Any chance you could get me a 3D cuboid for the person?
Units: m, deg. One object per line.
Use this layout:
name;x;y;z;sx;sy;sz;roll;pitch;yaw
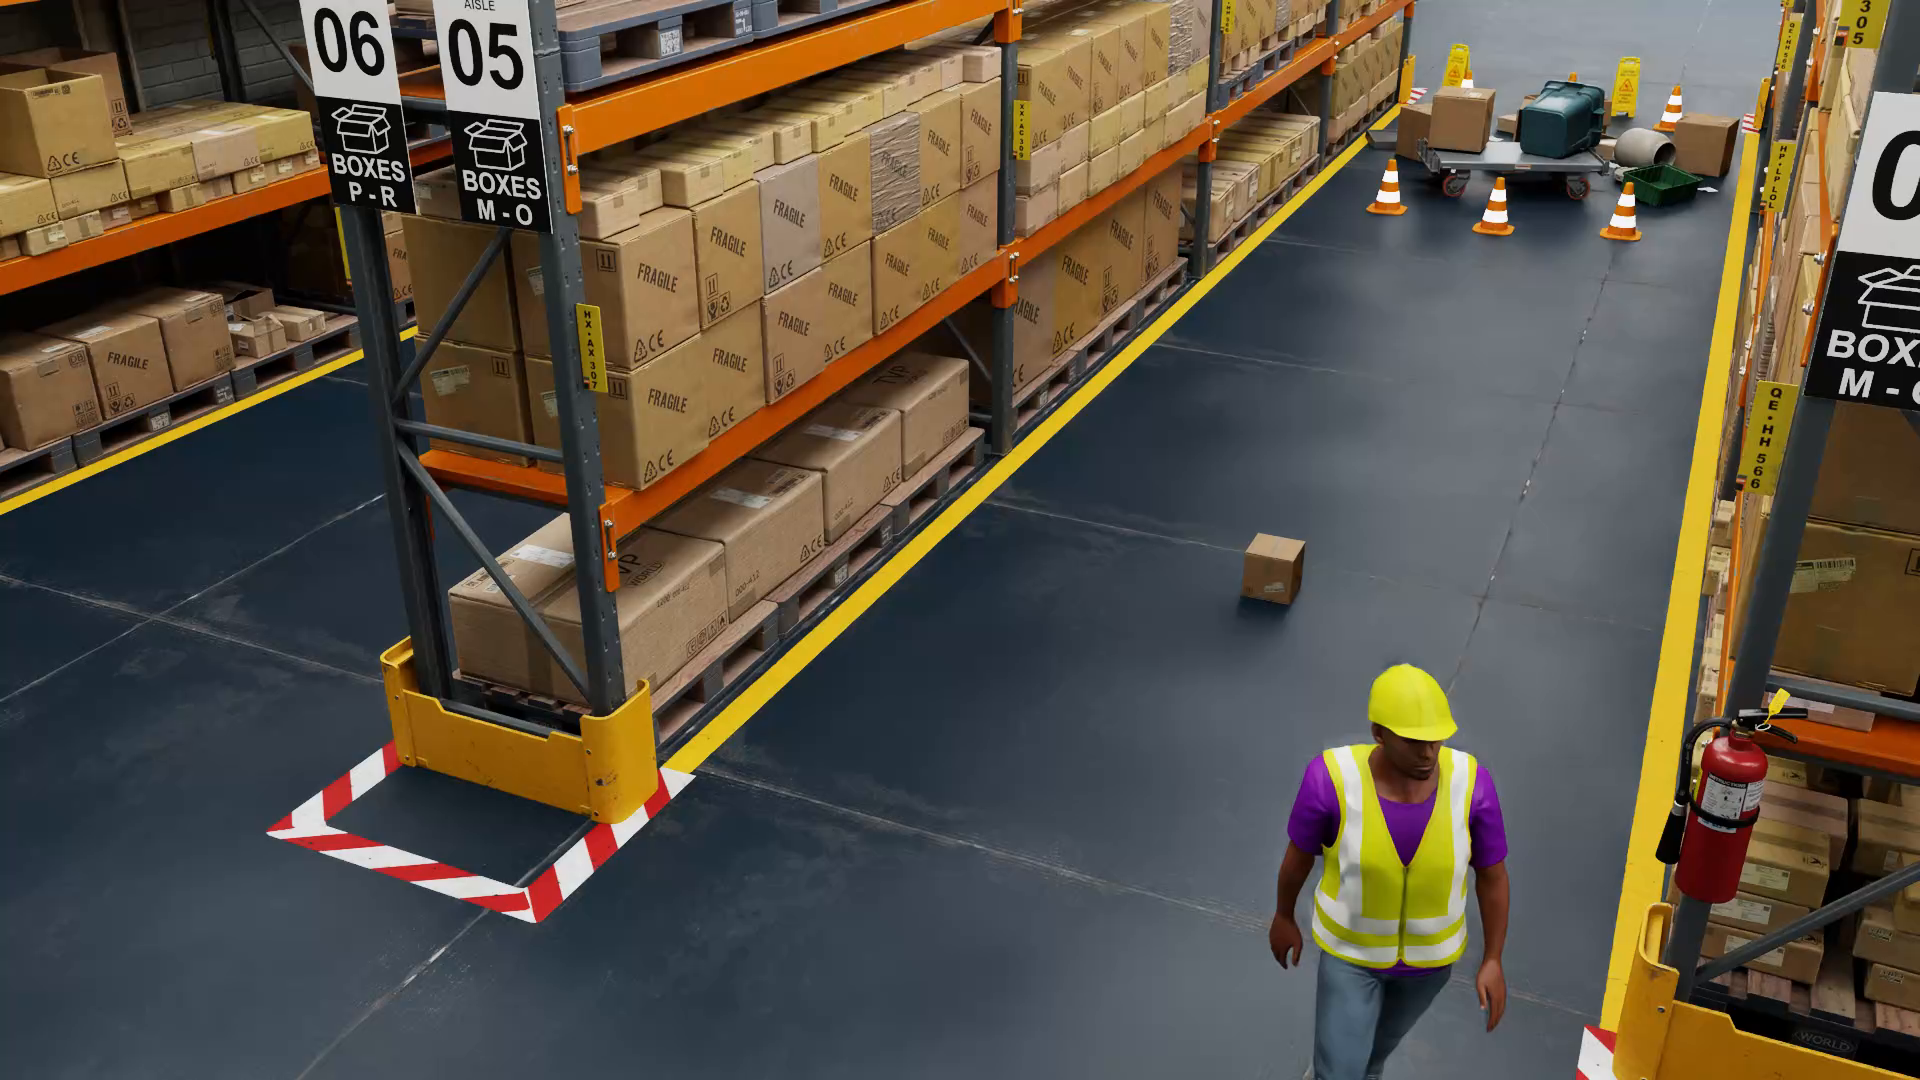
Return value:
person;1.218;1.167;4.652;0.609;1.711;1.001;0;26;0
